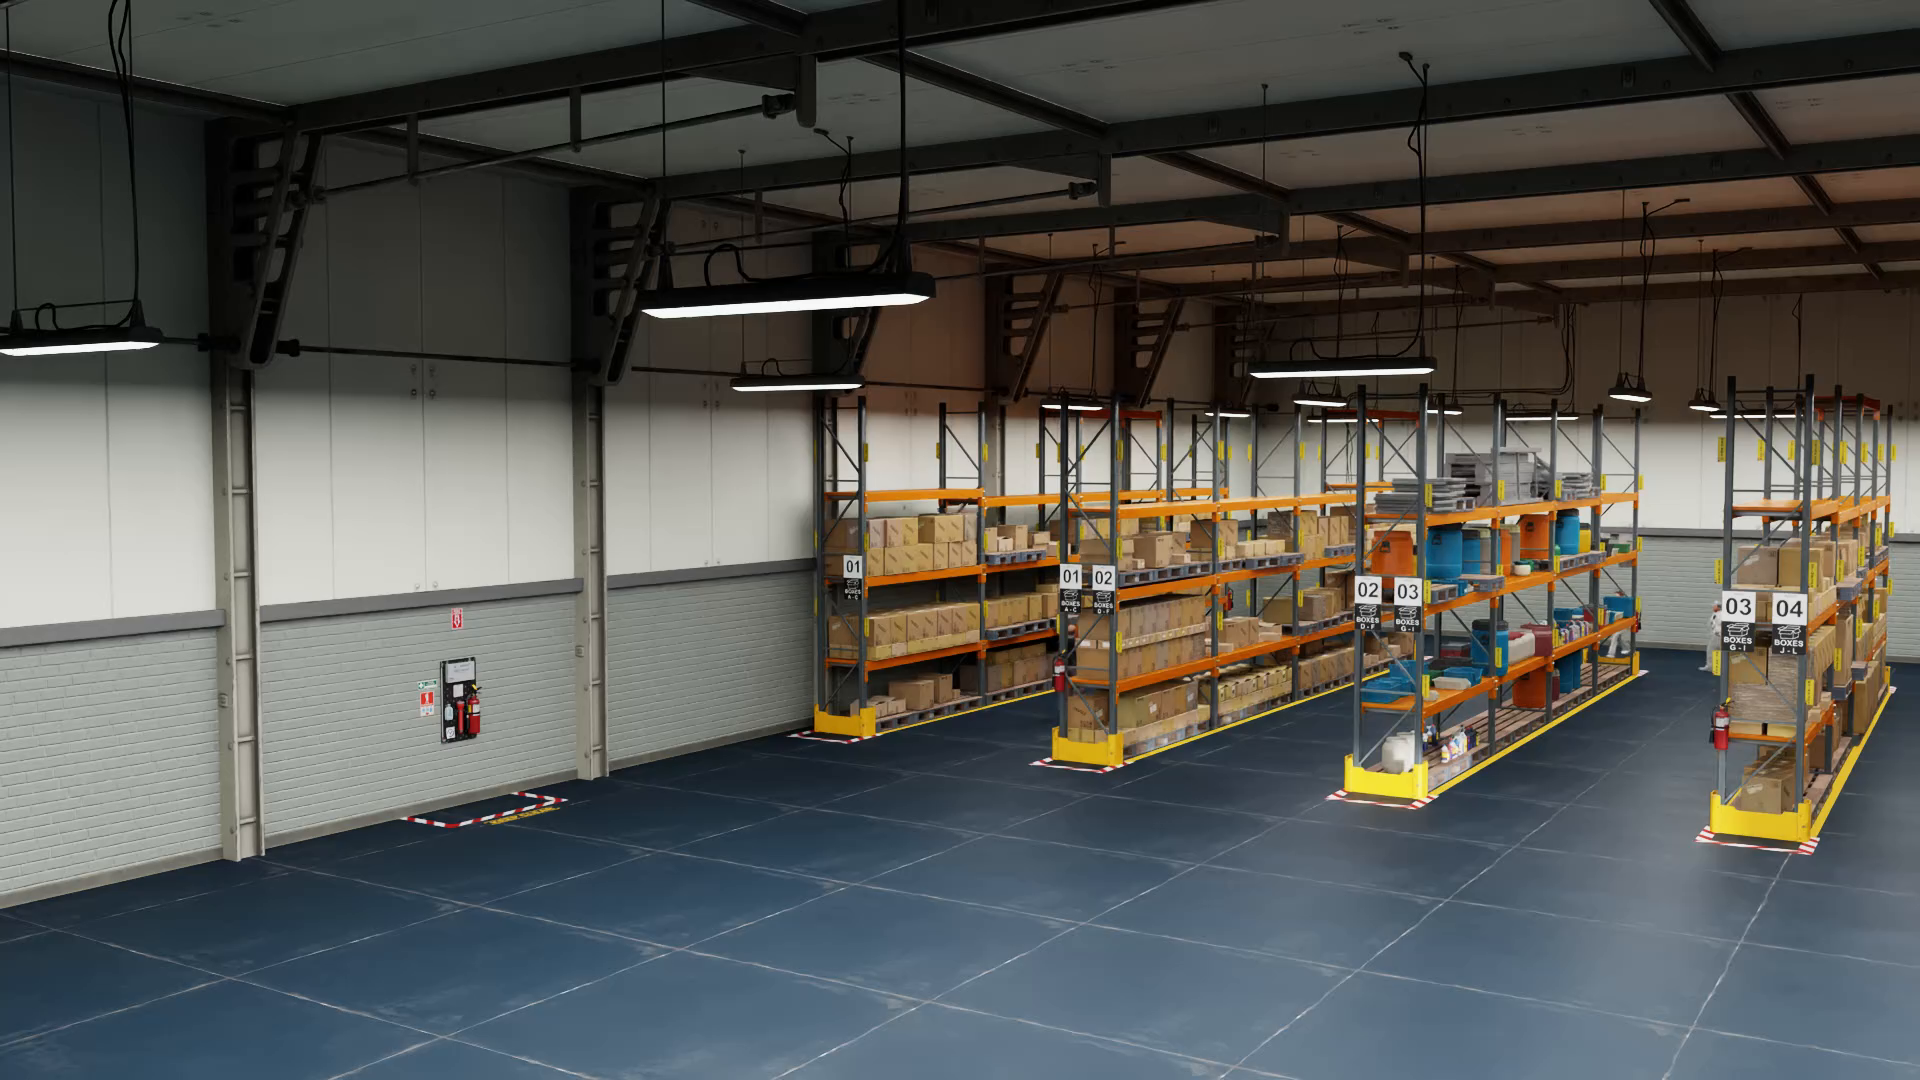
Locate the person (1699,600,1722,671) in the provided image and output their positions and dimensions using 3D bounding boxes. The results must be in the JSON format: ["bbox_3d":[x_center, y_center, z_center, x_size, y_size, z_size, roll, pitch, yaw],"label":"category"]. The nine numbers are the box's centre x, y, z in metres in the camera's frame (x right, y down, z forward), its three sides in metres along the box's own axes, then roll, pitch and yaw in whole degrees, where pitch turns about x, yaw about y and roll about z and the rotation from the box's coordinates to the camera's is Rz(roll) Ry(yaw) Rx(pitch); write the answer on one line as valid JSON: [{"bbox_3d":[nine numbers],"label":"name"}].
[{"bbox_3d":[17.362,2.188,37.916,0.916,1.622,0.504,2,3,27],"label":"person"}]

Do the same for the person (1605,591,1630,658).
[{"bbox_3d":[16.053,2.051,40.513,1.066,1.616,0.461,-2,3,-30],"label":"person"}]

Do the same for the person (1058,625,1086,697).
[{"bbox_3d":[2.110,2.482,31.690,0.572,1.722,0.506,2,4,34],"label":"person"}]
